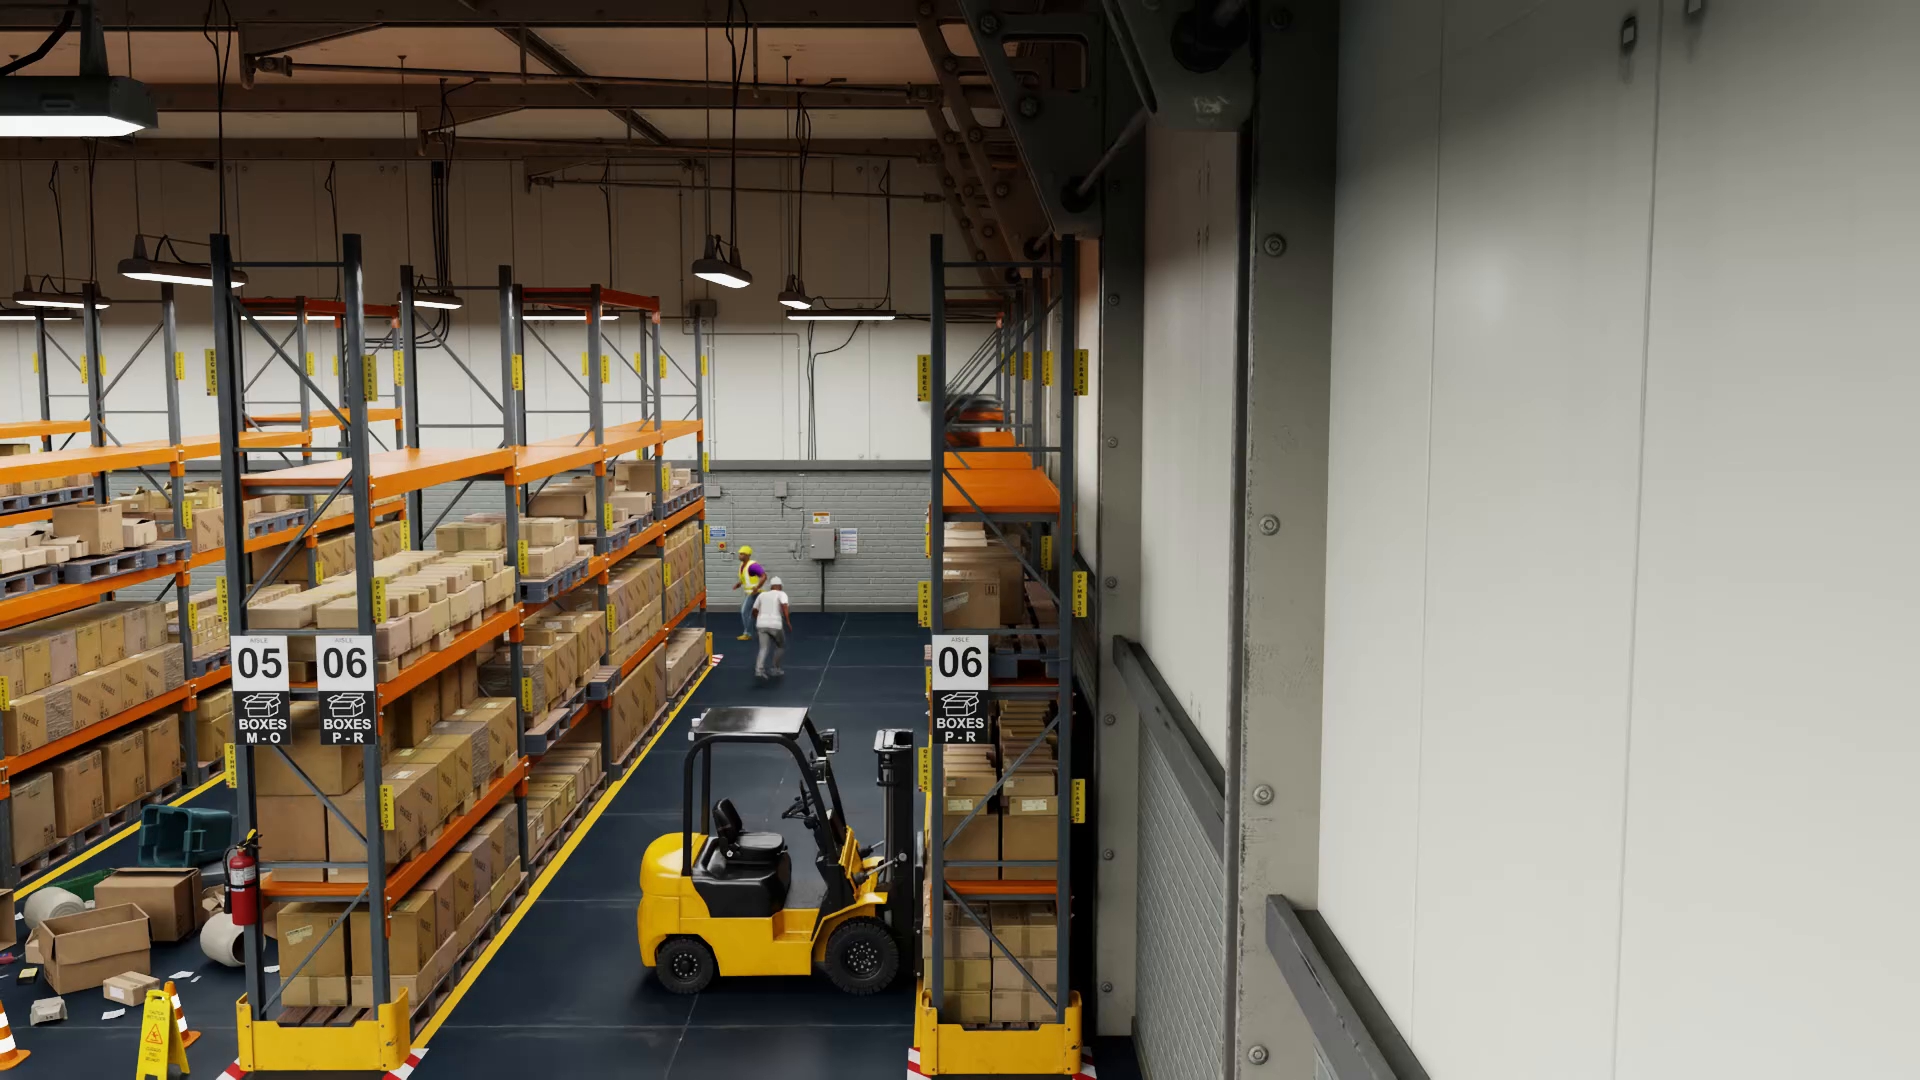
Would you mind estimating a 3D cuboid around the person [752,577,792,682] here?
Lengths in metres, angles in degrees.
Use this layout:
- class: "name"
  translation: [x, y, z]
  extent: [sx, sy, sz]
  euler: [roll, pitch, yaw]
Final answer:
- class: "person"
  translation: [-3.043, 1.433, 26.461]
  extent: [0.724, 1.600, 1.118]
  euler: [2, 7, 18]

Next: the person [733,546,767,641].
- class: "person"
  translation: [-3.726, 0.957, 30.437]
  extent: [0.834, 1.720, 0.696]
  euler: [-3, 7, -26]
